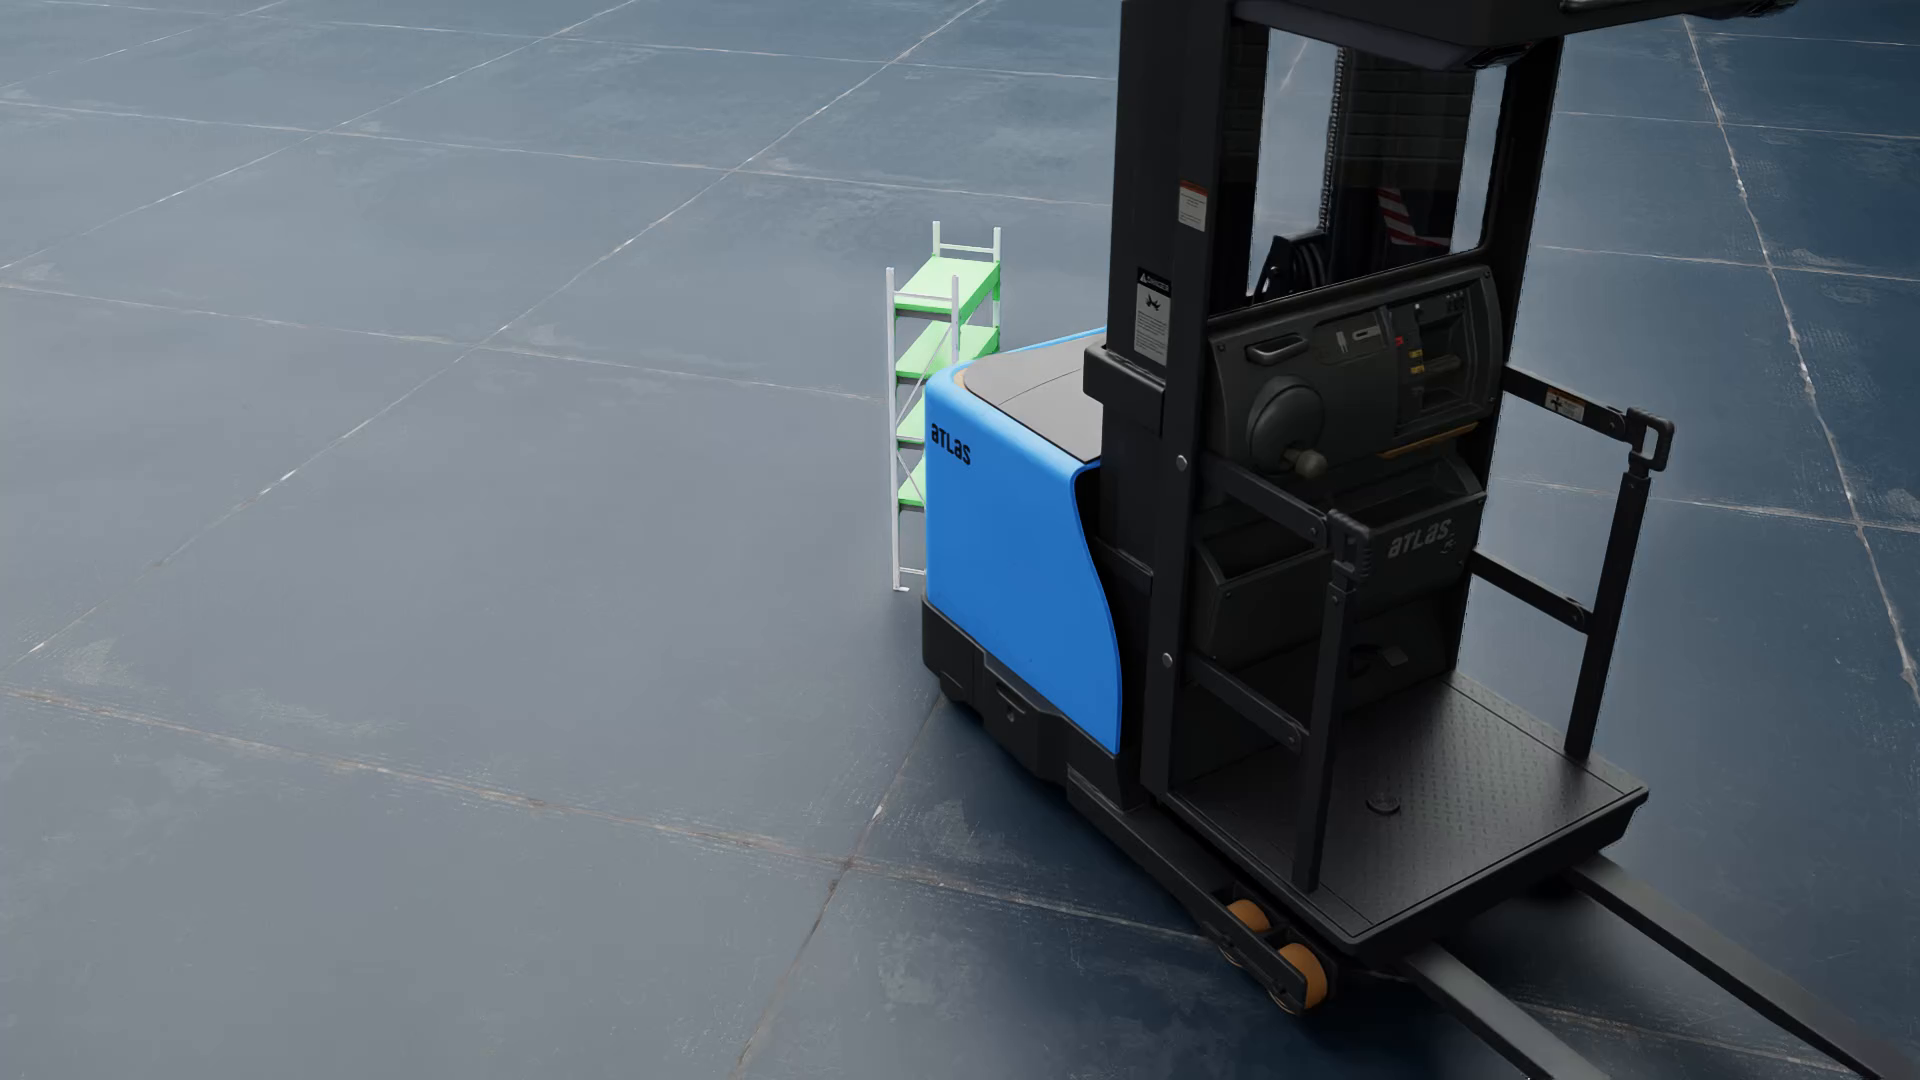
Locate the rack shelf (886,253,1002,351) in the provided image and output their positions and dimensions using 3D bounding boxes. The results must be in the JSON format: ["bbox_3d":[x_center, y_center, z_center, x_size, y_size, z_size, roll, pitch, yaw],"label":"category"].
[{"bbox_3d":[-0.049,-0.811,5.618,0.258,0.148,0.480,8,30,15],"label":"rack shelf"}]

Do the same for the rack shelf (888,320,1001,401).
[{"bbox_3d":[-0.049,-0.601,5.734,0.258,0.148,0.480,8,30,15],"label":"rack shelf"}]

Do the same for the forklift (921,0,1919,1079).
[{"bbox_3d":[1.099,-0.370,3.900,1.130,2.935,3.031,-17,34,-28],"label":"forklift"}]

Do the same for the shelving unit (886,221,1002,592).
[{"bbox_3d":[-0.049,-0.447,5.820,0.258,1.200,0.503,8,30,15],"label":"shelving unit"}]

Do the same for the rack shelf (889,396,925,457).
[{"bbox_3d":[-0.049,-0.392,5.851,0.258,0.148,0.480,8,30,15],"label":"rack shelf"}]

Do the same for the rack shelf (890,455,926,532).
[{"bbox_3d":[-0.049,-0.182,5.968,0.258,0.148,0.480,8,30,15],"label":"rack shelf"}]

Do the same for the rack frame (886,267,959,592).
[{"bbox_3d":[-0.120,-0.334,5.616,0.240,1.200,0.015,8,30,15],"label":"rack frame"}]

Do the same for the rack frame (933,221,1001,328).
[{"bbox_3d":[0.023,-0.561,6.024,0.240,1.200,0.015,8,30,15],"label":"rack frame"}]
